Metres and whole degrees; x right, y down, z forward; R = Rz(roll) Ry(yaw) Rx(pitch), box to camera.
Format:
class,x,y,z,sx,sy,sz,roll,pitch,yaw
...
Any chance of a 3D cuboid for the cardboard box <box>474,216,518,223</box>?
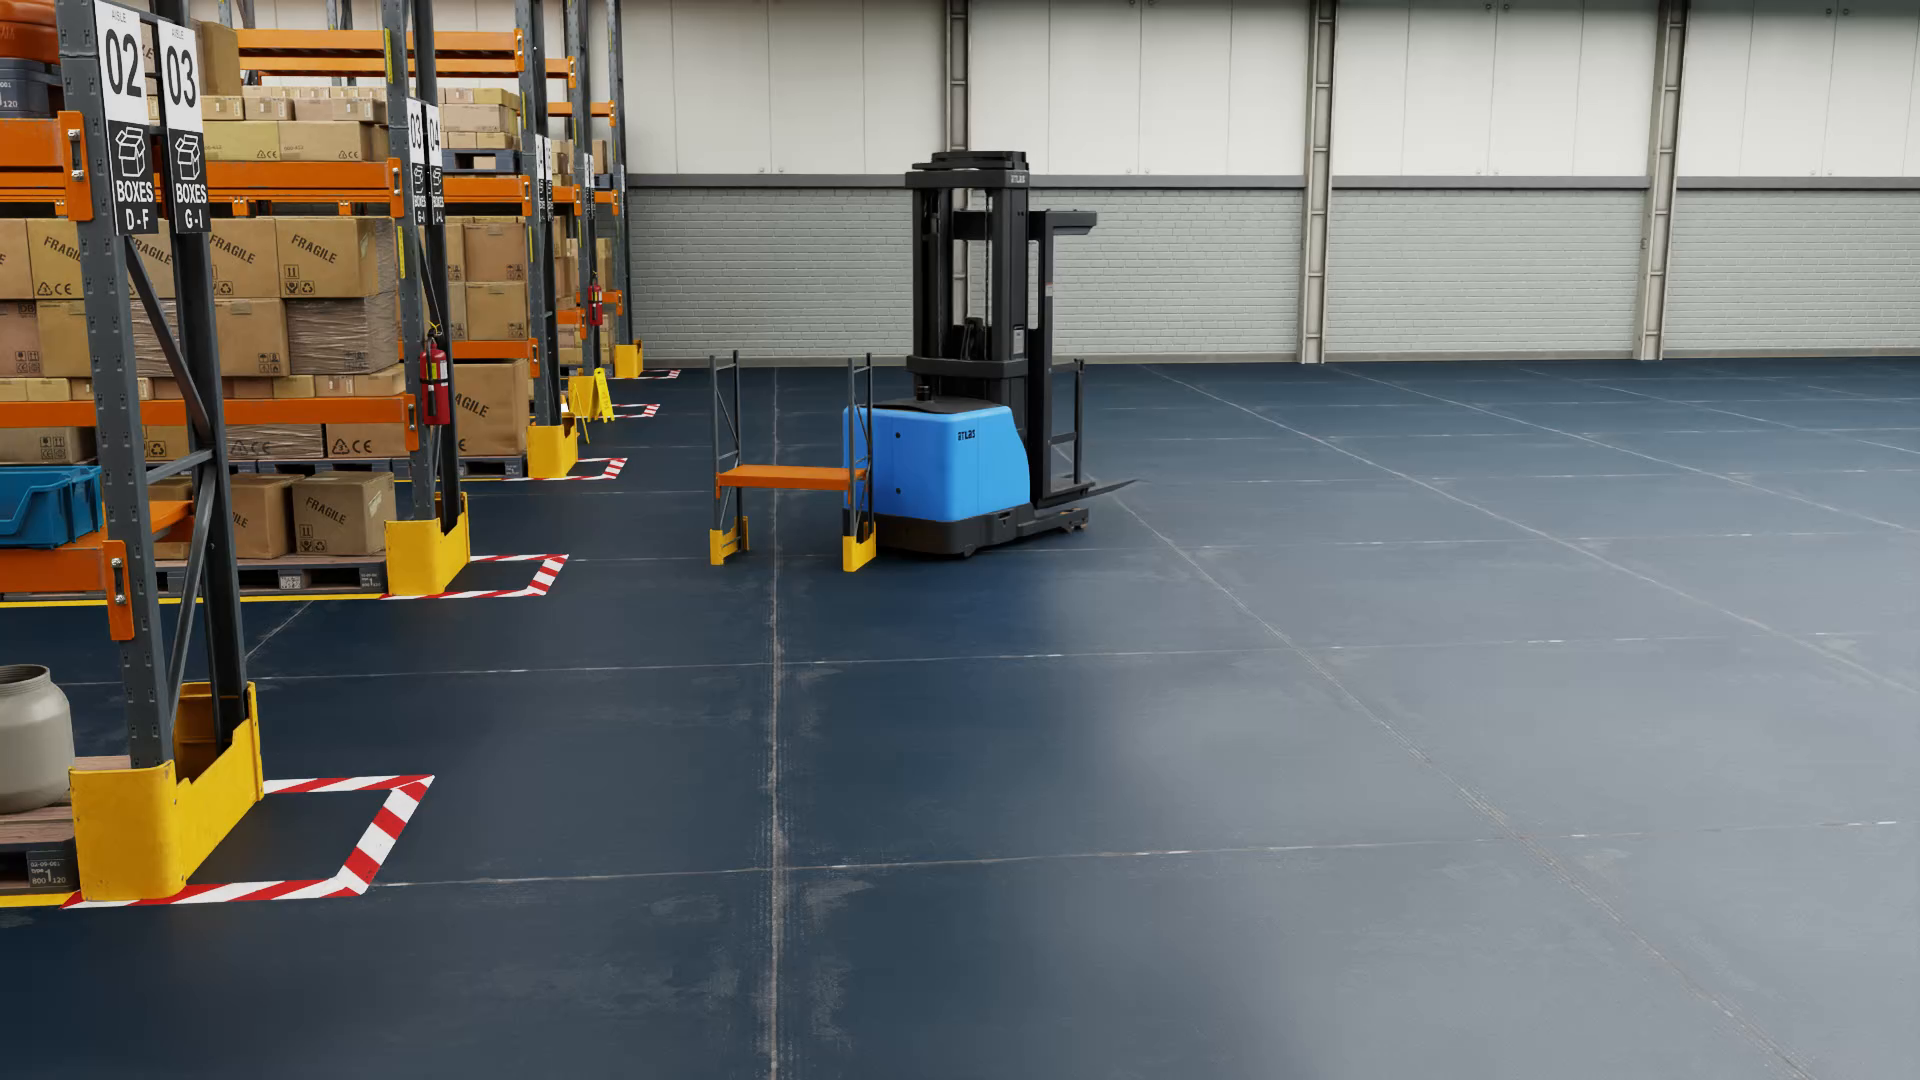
class,x,y,z,sx,sy,sz,roll,pitch,yaw
cardboard box,-5.658,-3.742,20.503,0.500,0.500,0.700,-1,11,-6

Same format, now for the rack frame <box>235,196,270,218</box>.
class,x,y,z,sx,sy,sz,roll,pitch,yaw
rack frame,-8.647,-3.034,20.527,0.127,3.000,1.000,-1,11,-6

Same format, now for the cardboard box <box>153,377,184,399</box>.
class,x,y,z,sx,sy,sz,roll,pitch,yaw
cardboard box,-5.102,-1.019,10.928,0.250,0.149,0.380,-1,11,-6

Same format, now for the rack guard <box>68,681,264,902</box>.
class,x,y,z,sx,sy,sz,roll,pitch,yaw
rack guard,-3.136,0.970,6.640,0.348,0.500,1.175,-1,11,-6

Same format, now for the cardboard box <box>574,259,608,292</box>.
class,x,y,z,sx,sy,sz,roll,pitch,yaw
cardboard box,-5.671,-4.058,25.475,0.500,0.500,0.500,-1,11,-7

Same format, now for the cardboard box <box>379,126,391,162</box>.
class,x,y,z,sx,sy,sz,roll,pitch,yaw
cardboard box,-4.107,-2.655,11.210,0.500,0.250,0.500,-1,11,-4

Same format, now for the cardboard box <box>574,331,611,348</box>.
class,x,y,z,sx,sy,sz,roll,pitch,yaw
cardboard box,-5.660,-3.102,25.613,0.500,0.250,0.500,-1,11,-7

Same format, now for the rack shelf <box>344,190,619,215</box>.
class,x,y,z,sx,sy,sz,roll,pitch,yaw
rack shelf,-7.198,-5.147,25.361,4.000,0.370,1.077,-1,11,-6

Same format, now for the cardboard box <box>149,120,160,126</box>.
class,x,y,z,sx,sy,sz,roll,pitch,yaw
cardboard box,-5.058,-2.537,10.608,0.500,0.250,0.500,-1,11,-5

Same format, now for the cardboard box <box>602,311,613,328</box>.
class,x,y,z,sx,sy,sz,roll,pitch,yaw
cardboard box,-5.708,-3.443,26.055,0.500,0.250,0.500,-1,11,-7

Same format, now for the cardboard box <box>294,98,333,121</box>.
class,x,y,z,sx,sy,sz,roll,pitch,yaw
cardboard box,-4.114,-2.763,10.724,0.250,0.149,0.380,-2,11,-8

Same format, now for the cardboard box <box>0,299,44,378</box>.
class,x,y,z,sx,sy,sz,roll,pitch,yaw
cardboard box,-6.135,-1.360,10.979,0.500,0.500,0.875,-1,11,-6

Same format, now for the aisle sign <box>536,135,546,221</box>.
class,x,y,z,sx,sy,sz,roll,pitch,yaw
aisle sign,-3.932,-3.390,15.597,0.004,0.787,0.394,-1,11,-6

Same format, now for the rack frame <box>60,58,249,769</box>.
class,x,y,z,sx,sy,sz,roll,pitch,yaw
rack frame,-3.065,-0.267,6.453,0.127,3.000,1.000,-1,11,-6

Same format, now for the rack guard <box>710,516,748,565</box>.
class,x,y,z,sx,sy,sz,roll,pitch,yaw
rack guard,-1.693,0.001,12.213,0.087,0.250,0.587,3,11,13

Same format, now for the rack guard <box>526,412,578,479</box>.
class,x,y,z,sx,sy,sz,roll,pitch,yaw
rack guard,-4.011,-0.945,16.377,0.348,0.500,1.175,-1,11,-6

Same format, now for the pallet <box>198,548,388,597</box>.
class,x,y,z,sx,sy,sz,roll,pitch,yaw
pallet,-4.487,0.163,11.493,1.213,0.211,1.003,-1,11,-6

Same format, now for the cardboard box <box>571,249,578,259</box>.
class,x,y,z,sx,sy,sz,roll,pitch,yaw
cardboard box,-5.775,-4.365,25.354,0.250,0.149,0.380,-1,11,-5

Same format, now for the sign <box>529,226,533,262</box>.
class,x,y,z,sx,sy,sz,roll,pitch,yaw
sign,-3.990,-2.751,15.468,0.005,0.325,0.100,-1,11,-6

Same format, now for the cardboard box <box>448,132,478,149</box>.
class,x,y,z,sx,sy,sz,roll,pitch,yaw
cardboard box,-4.580,-3.697,15.426,0.250,0.149,0.380,-1,11,-6

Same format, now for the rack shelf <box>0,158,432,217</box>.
class,x,y,z,sx,sy,sz,roll,pitch,yaw
rack shelf,-5.588,-2.294,10.852,4.000,0.370,1.077,-1,11,-6

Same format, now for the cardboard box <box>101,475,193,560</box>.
class,x,y,z,sx,sy,sz,roll,pitch,yaw
cardboard box,-5.438,-0.159,11.290,0.500,0.500,0.500,0,11,-1

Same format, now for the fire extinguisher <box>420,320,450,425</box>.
class,x,y,z,sx,sy,sz,roll,pitch,yaw
fire extinguisher,-3.436,-1.093,10.854,0.183,0.674,0.296,-1,11,-6

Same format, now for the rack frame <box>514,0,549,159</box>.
class,x,y,z,sx,sy,sz,roll,pitch,yaw
rack frame,-4.035,-5.114,15.554,0.127,3.000,1.000,-1,11,-6

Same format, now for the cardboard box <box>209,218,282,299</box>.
class,x,y,z,sx,sy,sz,roll,pitch,yaw
cardboard box,-4.616,-1.833,10.791,0.500,0.500,0.500,-1,11,-6

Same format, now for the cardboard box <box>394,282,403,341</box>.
class,x,y,z,sx,sy,sz,roll,pitch,yaw
cardboard box,-5.514,-2.225,16.019,0.550,0.550,0.875,-1,11,-6

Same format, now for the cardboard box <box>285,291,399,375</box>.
class,x,y,z,sx,sy,sz,roll,pitch,yaw
cardboard box,-4.150,-1.406,11.214,0.500,0.500,0.875,-1,11,-6

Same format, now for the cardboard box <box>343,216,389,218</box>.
class,x,y,z,sx,sy,sz,roll,pitch,yaw
cardboard box,-7.174,-3.699,20.287,0.500,0.500,0.700,-1,11,-7

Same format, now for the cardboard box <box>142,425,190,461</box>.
class,x,y,z,sx,sy,sz,roll,pitch,yaw
cardboard box,-7.379,-1.250,15.872,0.875,0.875,0.875,-1,11,-5

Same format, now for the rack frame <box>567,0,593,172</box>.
class,x,y,z,sx,sy,sz,roll,pitch,yaw
rack frame,-4.670,-6.061,20.372,0.127,3.000,1.000,-1,11,-6

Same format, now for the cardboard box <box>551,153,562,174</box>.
class,x,y,z,sx,sy,sz,roll,pitch,yaw
cardboard box,-5.150,-4.600,20.330,0.500,0.250,0.500,-1,11,-7

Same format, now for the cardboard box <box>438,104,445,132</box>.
class,x,y,z,sx,sy,sz,roll,pitch,yaw
cardboard box,-4.989,-3.896,15.403,0.500,0.250,0.500,-1,11,-6

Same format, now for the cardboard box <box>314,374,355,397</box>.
class,x,y,z,sx,sy,sz,roll,pitch,yaw
cardboard box,-4.110,-1.043,11.051,0.250,0.149,0.380,-1,11,-6

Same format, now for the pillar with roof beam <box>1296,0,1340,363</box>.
class,x,y,z,sx,sy,sz,roll,pitch,yaw
pillar with roof beam,6.395,-6.596,23.091,0.400,9.000,9.100,-1,11,-6

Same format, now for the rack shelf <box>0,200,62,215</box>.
class,x,y,z,sx,sy,sz,roll,pitch,yaw
rack shelf,-15.151,-4.980,24.513,4.000,0.370,1.077,-1,11,-6

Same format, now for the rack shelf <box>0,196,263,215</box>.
class,x,y,z,sx,sy,sz,roll,pitch,yaw
rack shelf,-10.635,-4.112,20.095,4.000,0.370,1.077,-1,11,-6

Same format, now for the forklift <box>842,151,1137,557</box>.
class,x,y,z,sx,sy,sz,roll,pitch,yaw
forklift,0.383,-1.550,13.154,1.130,2.935,3.031,8,14,35

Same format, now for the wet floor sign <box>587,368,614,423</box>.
class,x,y,z,sx,sy,sz,roll,pitch,yaw
wet floor sign,-4.366,-1.761,20.155,0.232,0.644,0.267,3,11,14

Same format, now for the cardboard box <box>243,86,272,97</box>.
class,x,y,z,sx,sy,sz,roll,pitch,yaw
cardboard box,-6.348,-4.051,15.160,0.250,0.149,0.380,-1,11,-6

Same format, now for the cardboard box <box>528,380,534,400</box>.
class,x,y,z,sx,sy,sz,roll,pitch,yaw
cardboard box,-5.469,-1.906,20.825,0.500,0.250,0.500,-1,11,-6

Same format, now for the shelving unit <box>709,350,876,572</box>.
class,x,y,z,sx,sy,sz,roll,pitch,yaw
shelving unit,-1.208,-0.590,11.982,1.083,1.500,0.587,3,11,13

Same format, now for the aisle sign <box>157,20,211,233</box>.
class,x,y,z,sx,sy,sz,roll,pitch,yaw
aisle sign,-3.025,-1.601,6.495,0.004,0.787,0.394,-1,11,-6

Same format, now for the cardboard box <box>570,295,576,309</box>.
class,x,y,z,sx,sy,sz,roll,pitch,yaw
cardboard box,-5.030,-3.027,21.141,0.250,0.149,0.380,-1,11,-6

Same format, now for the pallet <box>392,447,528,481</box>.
class,x,y,z,sx,sy,sz,roll,pitch,yaw
pallet,-4.822,-0.771,16.241,1.213,0.211,1.003,-1,11,-6

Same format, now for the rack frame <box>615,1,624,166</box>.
class,x,y,z,sx,sy,sz,roll,pitch,yaw
rack frame,-5.210,-7.013,25.211,0.053,2.616,0.949,-1,11,-6

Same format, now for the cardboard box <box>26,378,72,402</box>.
class,x,y,z,sx,sy,sz,roll,pitch,yaw
cardboard box,-5.841,-0.991,10.786,0.250,0.149,0.380,-1,11,-6

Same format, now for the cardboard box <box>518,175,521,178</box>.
class,x,y,z,sx,sy,sz,roll,pitch,yaw
cardboard box,-5.238,-4.394,20.317,0.250,0.149,0.380,-1,11,-6

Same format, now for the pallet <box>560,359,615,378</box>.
class,x,y,z,sx,sy,sz,roll,pitch,yaw
pallet,-5.966,-2.677,25.940,1.213,0.211,1.003,-1,11,-6

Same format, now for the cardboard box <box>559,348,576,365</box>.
class,x,y,z,sx,sy,sz,roll,pitch,yaw
cardboard box,-6.138,-2.848,25.616,0.500,0.250,0.500,-1,11,-6

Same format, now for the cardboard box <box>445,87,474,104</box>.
class,x,y,z,sx,sy,sz,roll,pitch,yaw
cardboard box,-4.582,-4.089,15.349,0.250,0.149,0.380,-1,11,-6

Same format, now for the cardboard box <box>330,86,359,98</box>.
class,x,y,z,sx,sy,sz,roll,pitch,yaw
cardboard box,-5.597,-4.067,15.240,0.250,0.149,0.380,-1,11,-7

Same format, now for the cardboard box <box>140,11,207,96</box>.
class,x,y,z,sx,sy,sz,roll,pitch,yaw
cardboard box,-5.114,-3.049,10.497,0.500,0.500,0.500,-1,11,-6

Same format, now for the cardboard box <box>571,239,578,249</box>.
class,x,y,z,sx,sy,sz,roll,pitch,yaw
cardboard box,-5.785,-4.524,25.392,0.250,0.149,0.380,-1,11,-6

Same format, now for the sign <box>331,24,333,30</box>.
class,x,y,z,sx,sy,sz,roll,pitch,yaw
sign,-9.116,-7.323,24.164,0.005,0.325,0.100,-1,11,-6

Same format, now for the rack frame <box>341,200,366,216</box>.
class,x,y,z,sx,sy,sz,roll,pitch,yaw
rack frame,-9.186,-3.986,25.369,0.127,3.000,1.000,-1,11,-6

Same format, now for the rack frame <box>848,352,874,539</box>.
class,x,y,z,sx,sy,sz,roll,pitch,yaw
rack frame,-0.704,-0.568,11.867,0.032,1.500,0.500,3,11,13

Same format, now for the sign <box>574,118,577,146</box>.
class,x,y,z,sx,sy,sz,roll,pitch,yaw
sign,-4.630,-4.917,20.033,0.005,0.325,0.100,-1,11,-6

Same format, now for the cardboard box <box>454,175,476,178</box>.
class,x,y,z,sx,sy,sz,roll,pitch,yaw
cardboard box,-6.008,-4.388,20.287,0.250,0.149,0.380,-1,11,-7

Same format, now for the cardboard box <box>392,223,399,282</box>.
class,x,y,z,sx,sy,sz,roll,pitch,yaw
cardboard box,-5.516,-2.759,15.938,0.550,0.550,0.875,-1,11,-6

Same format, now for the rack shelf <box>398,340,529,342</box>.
class,x,y,z,sx,sy,sz,roll,pitch,yaw
rack shelf,-6.023,-1.872,15.972,3.809,0.124,0.919,-1,11,-6
